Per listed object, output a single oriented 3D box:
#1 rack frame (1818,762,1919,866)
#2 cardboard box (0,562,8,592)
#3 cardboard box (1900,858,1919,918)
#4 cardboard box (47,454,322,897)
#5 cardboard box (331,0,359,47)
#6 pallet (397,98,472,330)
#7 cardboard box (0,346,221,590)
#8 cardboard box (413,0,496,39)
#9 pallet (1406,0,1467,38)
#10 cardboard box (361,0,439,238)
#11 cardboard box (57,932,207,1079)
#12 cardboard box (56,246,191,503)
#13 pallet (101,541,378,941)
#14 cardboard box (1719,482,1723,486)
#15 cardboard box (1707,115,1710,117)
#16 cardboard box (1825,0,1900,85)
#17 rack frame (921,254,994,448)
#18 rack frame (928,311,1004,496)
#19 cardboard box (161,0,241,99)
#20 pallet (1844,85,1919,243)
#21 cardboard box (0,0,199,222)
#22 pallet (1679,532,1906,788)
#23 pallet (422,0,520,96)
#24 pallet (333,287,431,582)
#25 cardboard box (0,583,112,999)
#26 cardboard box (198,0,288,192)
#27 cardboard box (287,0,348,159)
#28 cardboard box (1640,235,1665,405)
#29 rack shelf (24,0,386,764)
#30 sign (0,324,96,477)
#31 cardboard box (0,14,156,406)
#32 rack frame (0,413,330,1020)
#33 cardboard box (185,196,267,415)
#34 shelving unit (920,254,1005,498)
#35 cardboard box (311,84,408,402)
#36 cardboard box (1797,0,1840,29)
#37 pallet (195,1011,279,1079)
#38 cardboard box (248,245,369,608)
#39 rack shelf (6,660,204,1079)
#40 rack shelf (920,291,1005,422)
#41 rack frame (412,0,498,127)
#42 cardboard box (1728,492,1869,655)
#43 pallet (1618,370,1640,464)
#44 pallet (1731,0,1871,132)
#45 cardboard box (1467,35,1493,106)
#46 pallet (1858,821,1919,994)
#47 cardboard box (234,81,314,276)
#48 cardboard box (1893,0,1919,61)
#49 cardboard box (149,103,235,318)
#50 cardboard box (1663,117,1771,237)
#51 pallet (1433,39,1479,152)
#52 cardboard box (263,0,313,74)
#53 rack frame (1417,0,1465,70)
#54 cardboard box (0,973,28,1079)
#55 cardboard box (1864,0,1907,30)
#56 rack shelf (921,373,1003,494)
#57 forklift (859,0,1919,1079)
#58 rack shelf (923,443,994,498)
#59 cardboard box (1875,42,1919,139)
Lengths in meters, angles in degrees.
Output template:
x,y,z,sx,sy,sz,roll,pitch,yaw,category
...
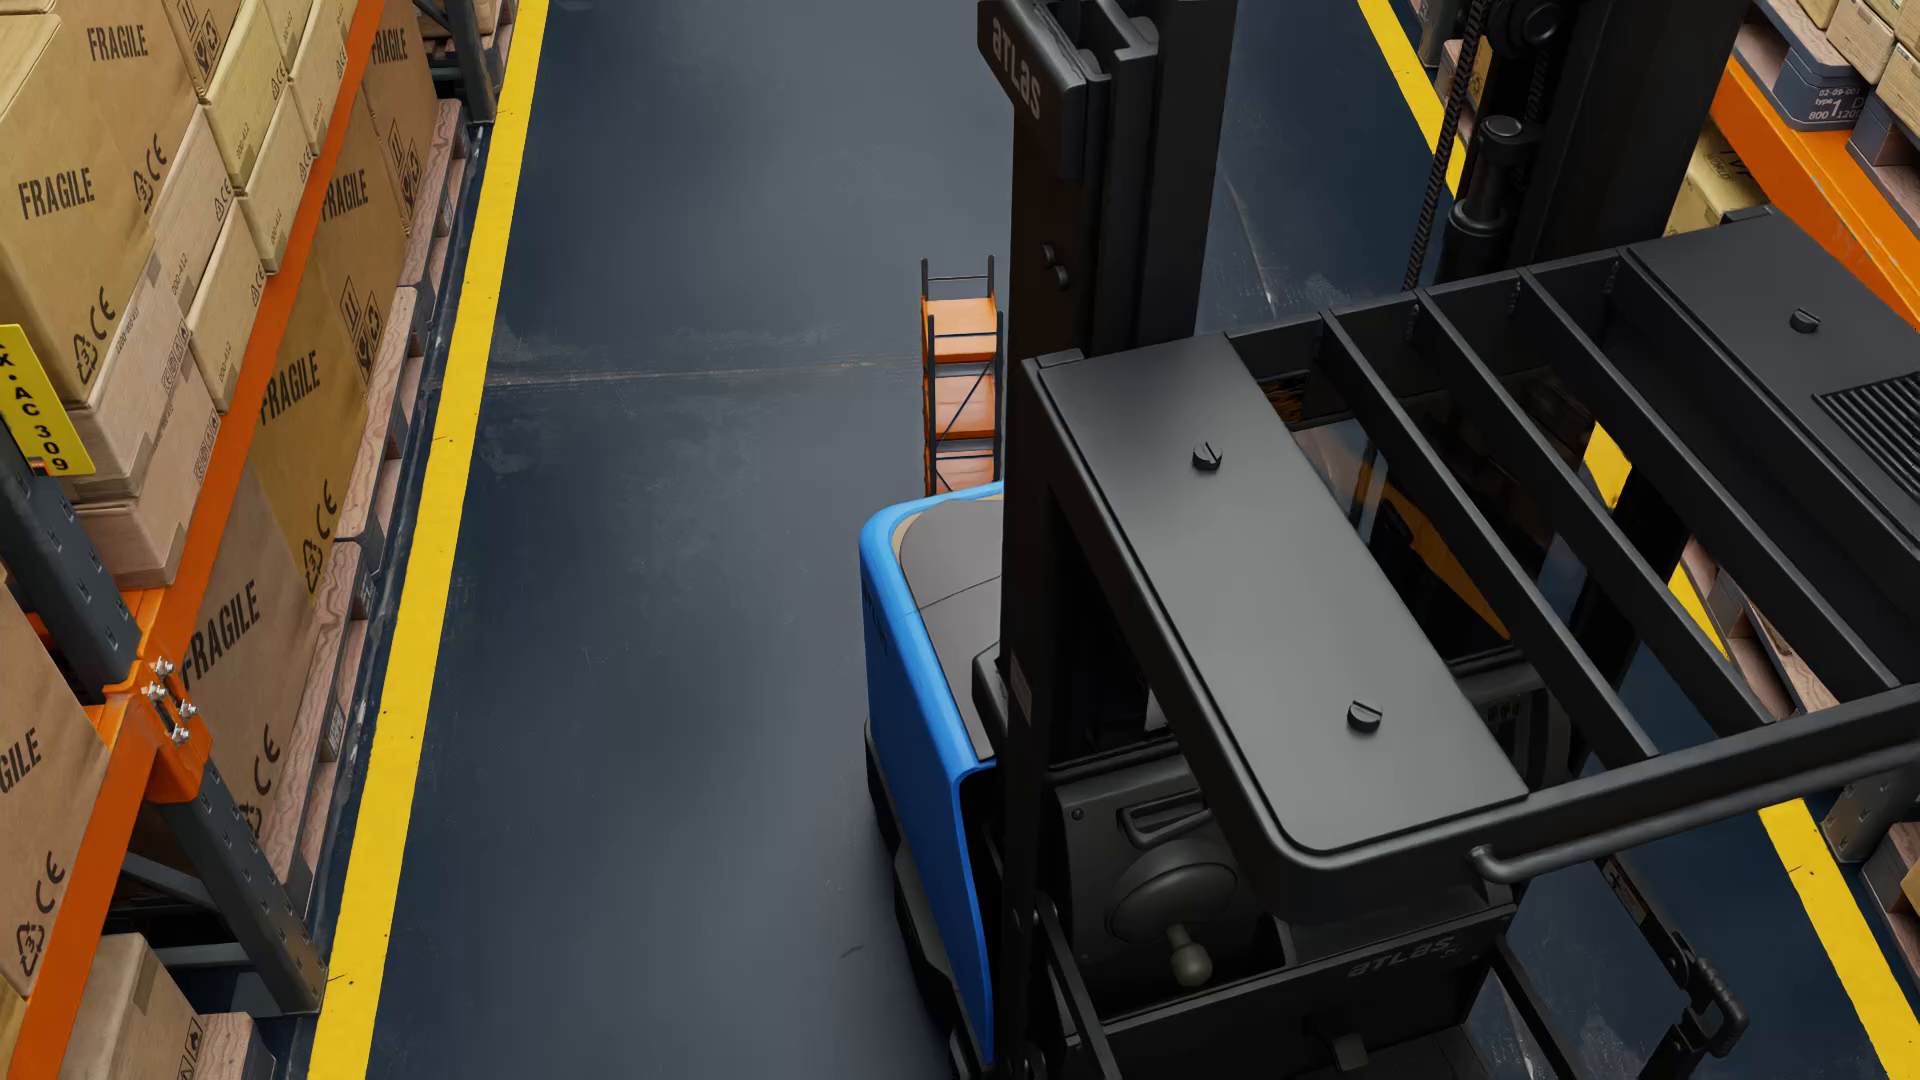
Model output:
x,y,z,sx,sy,sz,roll,pitch,yaw,category
2.832,-0.240,3.411,1.000,3.000,0.127,-3,47,-3,rack frame
-1.777,0.081,2.350,0.500,0.500,0.500,-4,47,-4,cardboard box
2.542,0.879,4.026,0.380,0.149,0.250,-5,47,-5,cardboard box
-2.224,0.277,4.096,0.875,0.875,0.875,-2,47,-2,cardboard box
-2.041,-1.624,4.826,0.500,0.250,0.500,-4,47,-4,cardboard box
-2.436,-1.226,6.266,1.003,0.211,1.213,-3,47,-3,pallet
-1.866,-0.149,3.428,0.500,0.250,0.500,-4,47,-4,cardboard box
-2.464,-2.410,6.987,0.950,0.372,0.625,-6,47,-6,cardboard box
2.506,-2.750,7.709,1.003,0.211,1.213,-3,47,-3,pallet
-2.452,-1.669,5.939,0.875,0.875,0.875,-4,47,-4,cardboard box
-2.146,1.332,3.398,0.875,0.438,0.875,-4,47,-4,cardboard box
-1.848,-0.322,3.248,0.500,0.250,0.500,-5,47,-4,cardboard box
-2.232,0.539,4.594,1.003,0.211,1.213,-3,47,-3,pallet
2.477,-0.416,5.010,0.500,0.500,0.500,-4,47,-4,cardboard box
2.385,-1.437,5.461,0.500,0.250,0.500,-3,47,-3,cardboard box
2.511,-1.324,4.322,0.380,0.149,0.250,-5,47,-5,cardboard box
-0.006,-0.411,4.916,0.200,1.050,0.008,-3,47,-3,rack frame
0.015,-0.234,4.749,0.200,1.050,0.008,-3,47,-3,rack frame
-1.952,-1.309,3.667,0.500,0.500,0.500,-5,47,-4,cardboard box
2.913,-0.736,4.013,1.003,0.211,1.213,-3,47,-3,pallet
-1.913,-0.946,3.323,0.500,0.500,0.500,-4,47,-4,cardboard box
2.765,0.156,4.957,1.003,0.211,1.213,-3,47,-3,pallet
-2.491,-2.366,7.346,1.003,0.211,1.213,-3,47,-3,pallet
-2.337,-0.345,5.432,1.003,0.211,1.213,-3,47,-3,pallet
-1.799,0.420,2.718,0.500,0.500,0.500,-3,47,-3,cardboard box
-1.935,-1.064,3.951,0.500,0.250,0.500,-3,47,-3,cardboard box
-1.970,-1.257,4.478,0.500,0.250,0.500,-4,47,-4,cardboard box
2.438,-0.787,5.362,0.500,0.500,0.500,-4,47,-4,cardboard box
-2.260,-1.065,4.689,1.077,0.370,4.000,-3,47,-3,rack shelf
-1.539,-0.226,2.747,0.100,0.325,0.005,-3,47,-3,sign
-1.842,-0.580,2.976,0.500,0.500,0.500,-3,47,-3,cardboard box
-2.092,0.134,3.057,1.000,3.000,0.127,-3,47,-3,rack frame
-1.911,-0.523,3.783,0.500,0.250,0.500,-5,47,-4,cardboard box
0.004,-0.322,4.832,0.215,1.050,0.252,-3,47,-3,shelving unit
-2.381,-1.023,5.327,0.875,0.875,0.875,-3,47,-3,cardboard box
2.489,-1.515,4.503,0.380,0.149,0.250,-2,47,-2,cardboard box
-2.106,1.648,3.544,1.003,0.211,1.213,-3,47,-3,pallet
-2.307,-0.376,4.715,0.875,0.875,0.875,-2,47,-2,cardboard box
-1.925,1.829,1.948,1.077,0.370,4.000,-3,47,-3,rack shelf
0.004,-0.510,4.634,0.215,0.259,0.240,-3,47,-3,rack shelf
-2.427,-2.760,5.798,1.000,3.000,0.127,-3,47,-3,rack frame
2.519,-0.045,4.659,0.500,0.500,0.500,-4,47,-4,cardboard box
2.660,-0.729,5.795,1.003,0.211,1.213,-3,47,-3,pallet
2.704,-1.638,4.868,1.003,0.211,1.213,-3,47,-3,pallet
2.302,-1.891,6.408,0.500,0.500,0.500,-5,47,-5,cardboard box
2.924,1.203,3.965,1.003,0.211,1.213,-3,47,-3,pallet
-1.938,-0.895,4.135,0.500,0.250,0.500,-4,47,-4,cardboard box
2.534,-1.244,4.041,0.380,0.149,0.250,-5,47,-5,cardboard box
-1.920,-0.697,3.603,0.500,0.250,0.500,-3,47,-3,cardboard box
2.430,-1.060,5.104,0.500,0.250,0.500,-5,47,-5,cardboard box
2.561,-1.610,6.629,1.003,0.211,1.213,-3,47,-3,pallet
-1.980,-1.430,4.297,0.500,0.250,0.500,-5,47,-4,cardboard box
2.497,-3.134,6.152,1.000,3.000,0.127,-3,47,-3,rack frame
-1.750,0.792,2.365,0.500,0.500,0.500,-5,47,-4,cardboard box
2.513,-1.432,4.219,0.380,0.149,0.250,-6,47,-5,cardboard box
0.004,-0.315,4.840,0.215,0.259,0.240,-3,47,-3,rack shelf
0.682,0.578,2.683,1.130,2.935,3.031,-13,48,-12,forklift
0.004,-0.124,5.042,0.215,0.259,0.240,-3,47,-3,rack shelf
2.540,-1.123,4.131,0.380,0.149,0.250,-6,47,-5,cardboard box
